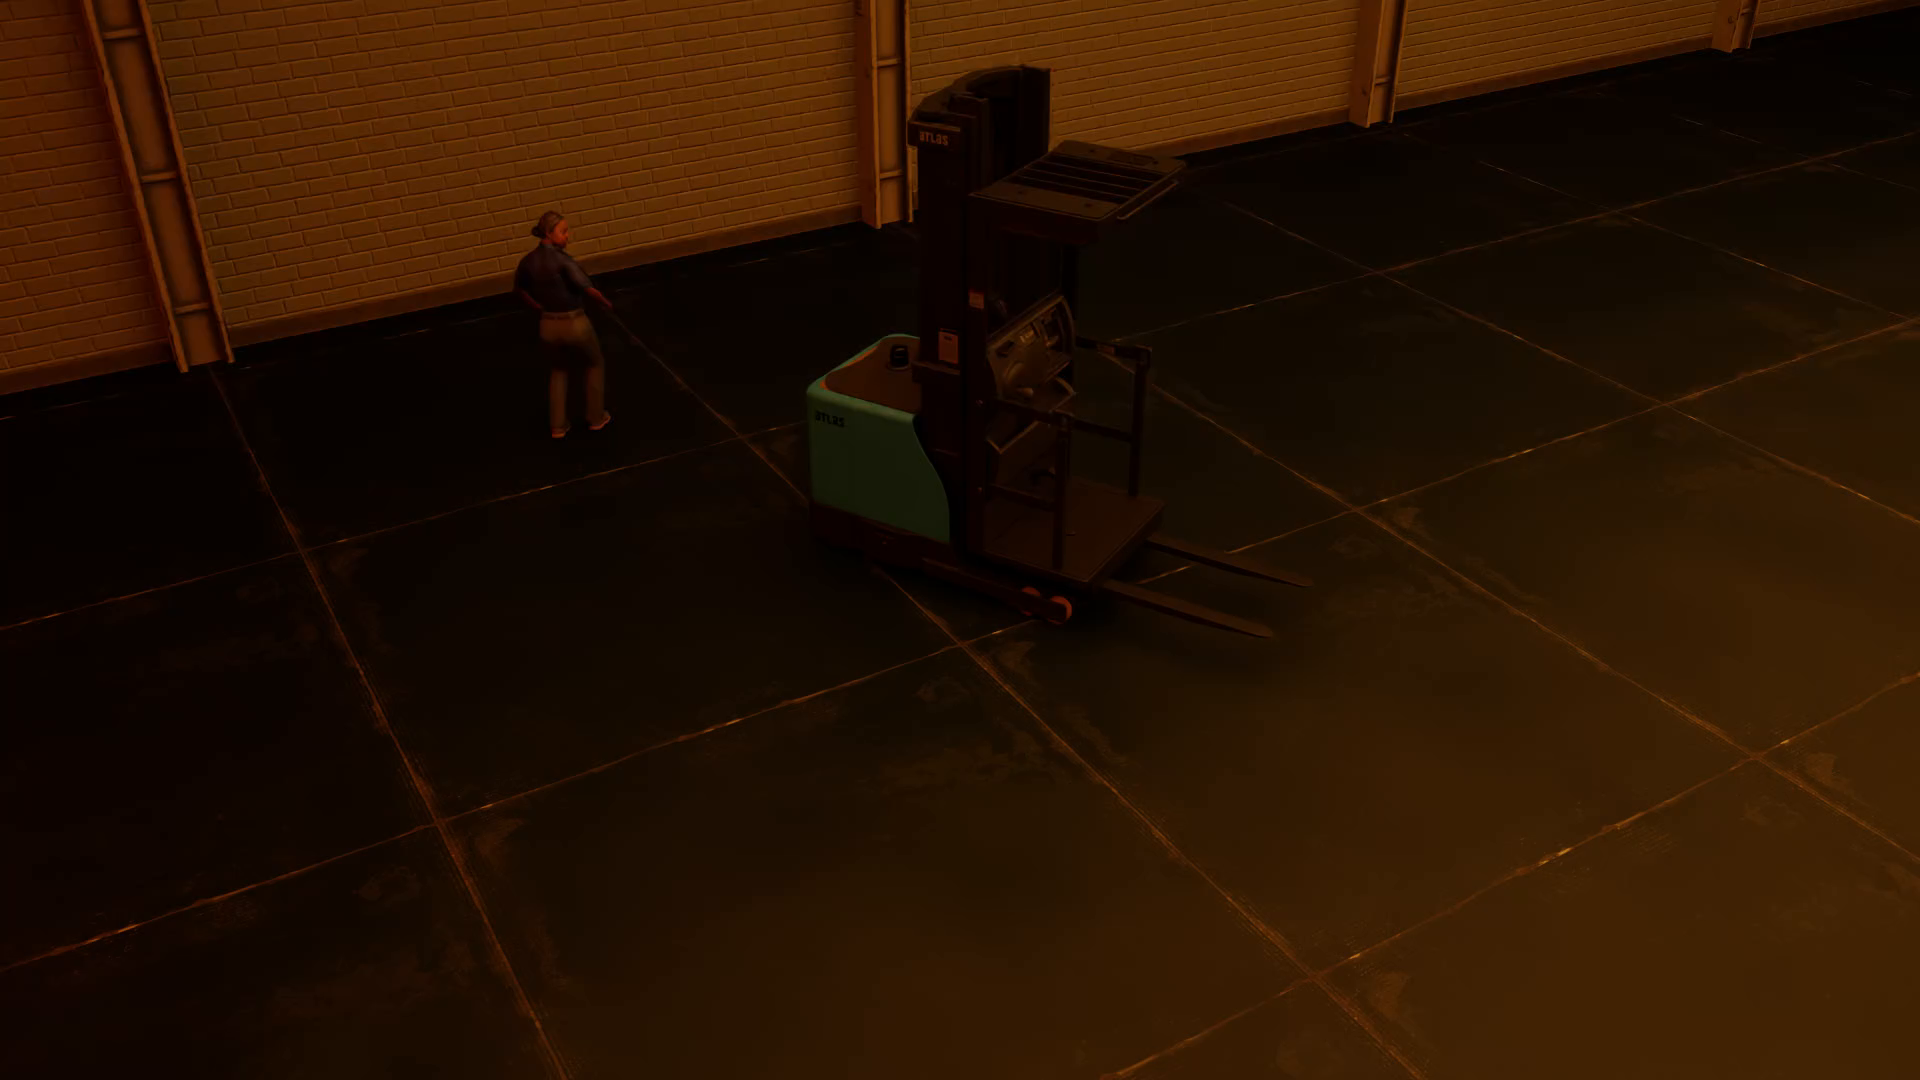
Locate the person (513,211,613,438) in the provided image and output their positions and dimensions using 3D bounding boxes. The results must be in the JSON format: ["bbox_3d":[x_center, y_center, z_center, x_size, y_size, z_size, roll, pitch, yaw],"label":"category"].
[{"bbox_3d":[-2.718,-1.476,11.430,0.678,1.609,0.471,8,32,13],"label":"person"}]

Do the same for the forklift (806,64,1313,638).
[{"bbox_3d":[0.587,-1.076,9.443,3.031,2.935,1.130,17,35,26],"label":"forklift"}]
